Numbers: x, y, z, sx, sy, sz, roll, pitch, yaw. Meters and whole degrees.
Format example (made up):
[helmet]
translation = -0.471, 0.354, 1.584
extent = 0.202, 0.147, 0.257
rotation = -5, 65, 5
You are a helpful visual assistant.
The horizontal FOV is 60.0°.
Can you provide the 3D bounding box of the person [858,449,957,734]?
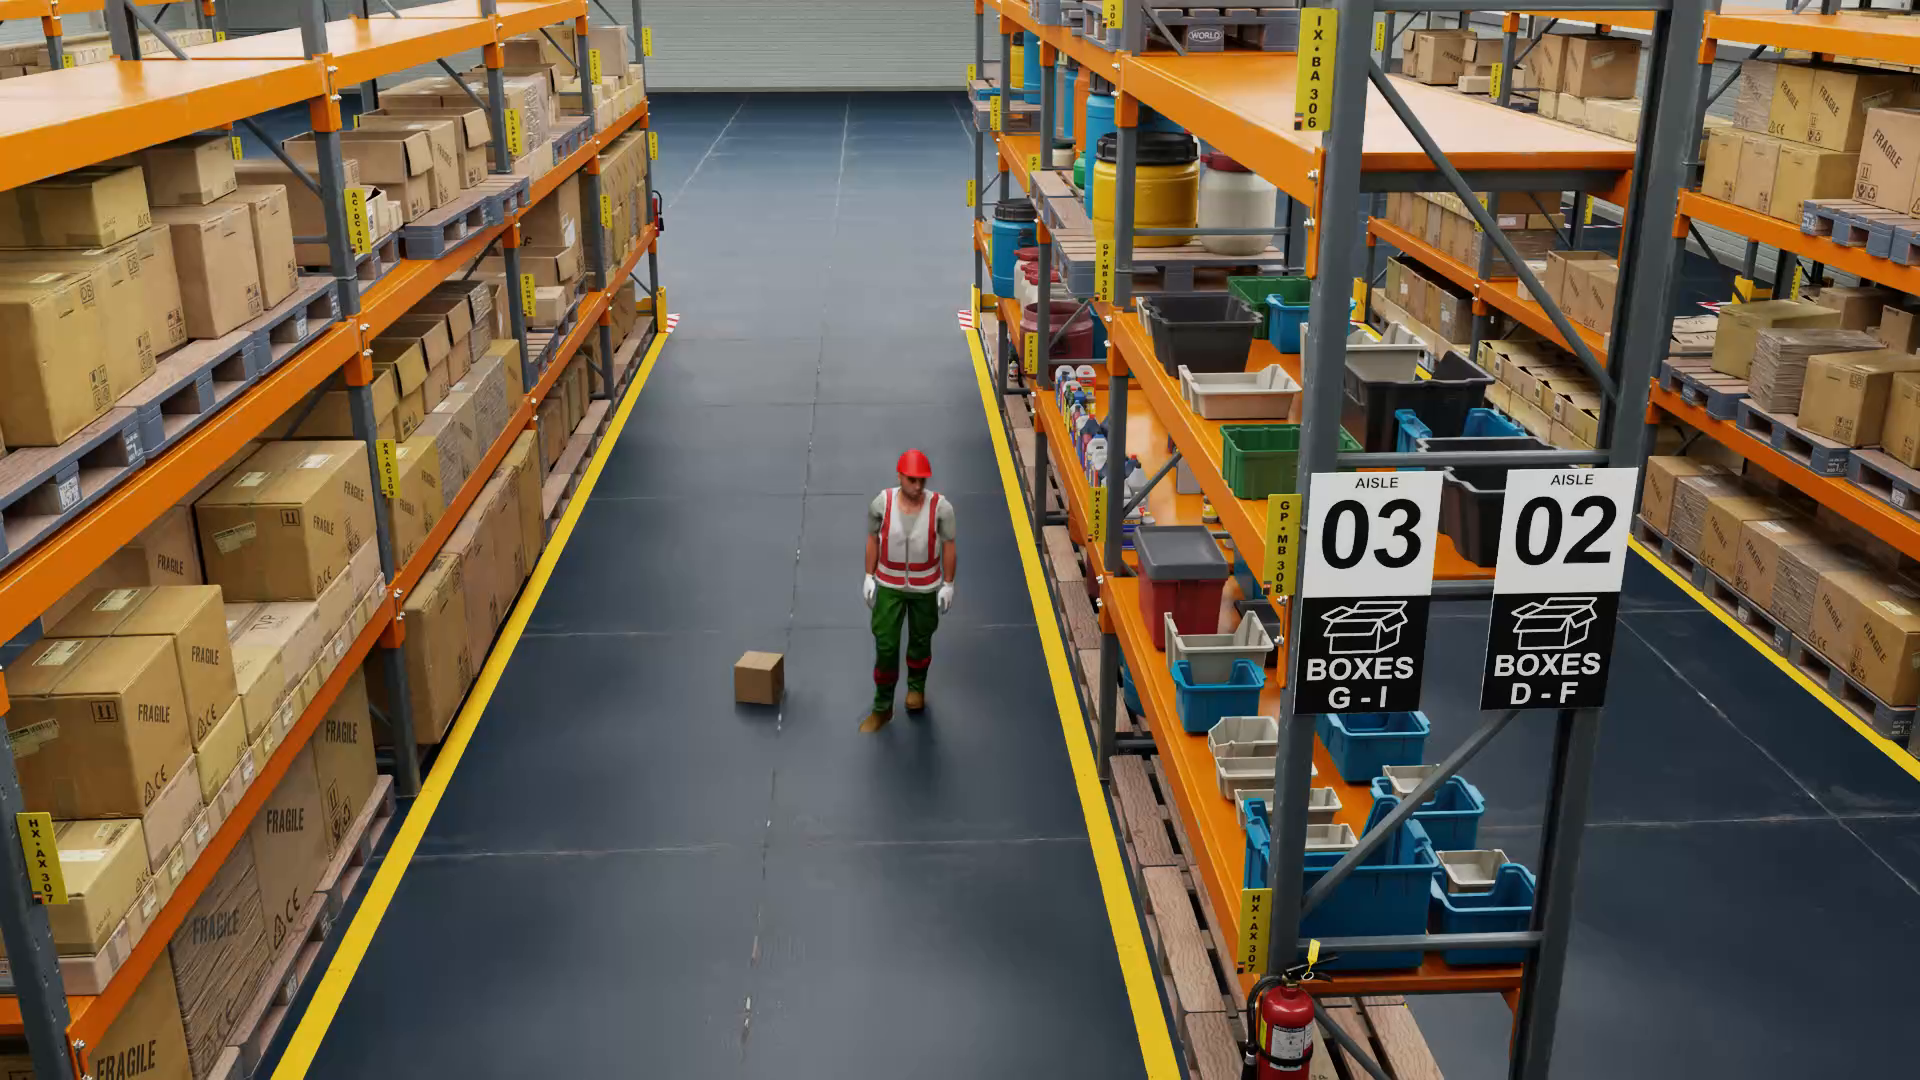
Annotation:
[person]
translation = -0.329, 0.292, 10.288
extent = 0.618, 1.836, 0.537
rotation = 0, 20, 1
